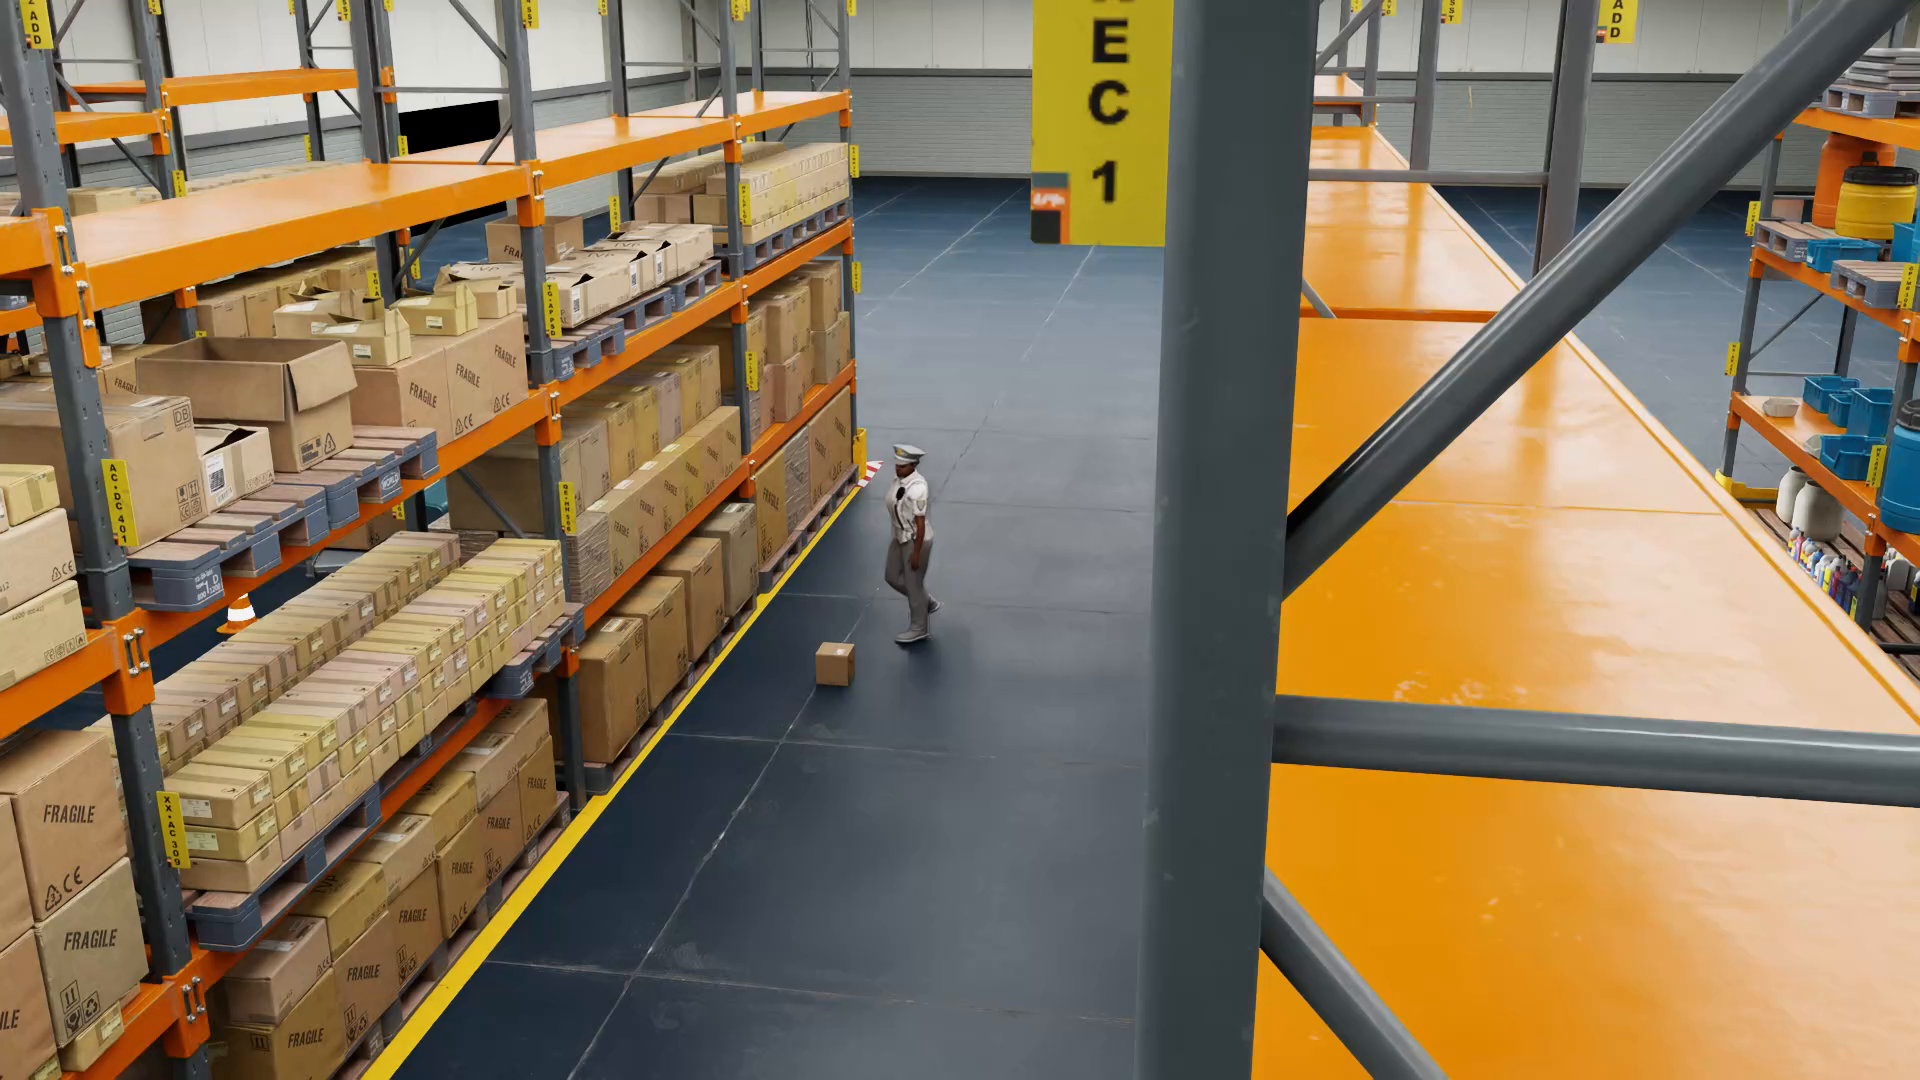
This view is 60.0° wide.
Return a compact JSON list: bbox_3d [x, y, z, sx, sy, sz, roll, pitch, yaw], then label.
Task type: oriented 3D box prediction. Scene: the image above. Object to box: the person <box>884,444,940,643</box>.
[{"bbox_3d":[-0.352,0.004,13.434,0.496,1.665,0.534,-8,20,-23],"label":"person"}]
